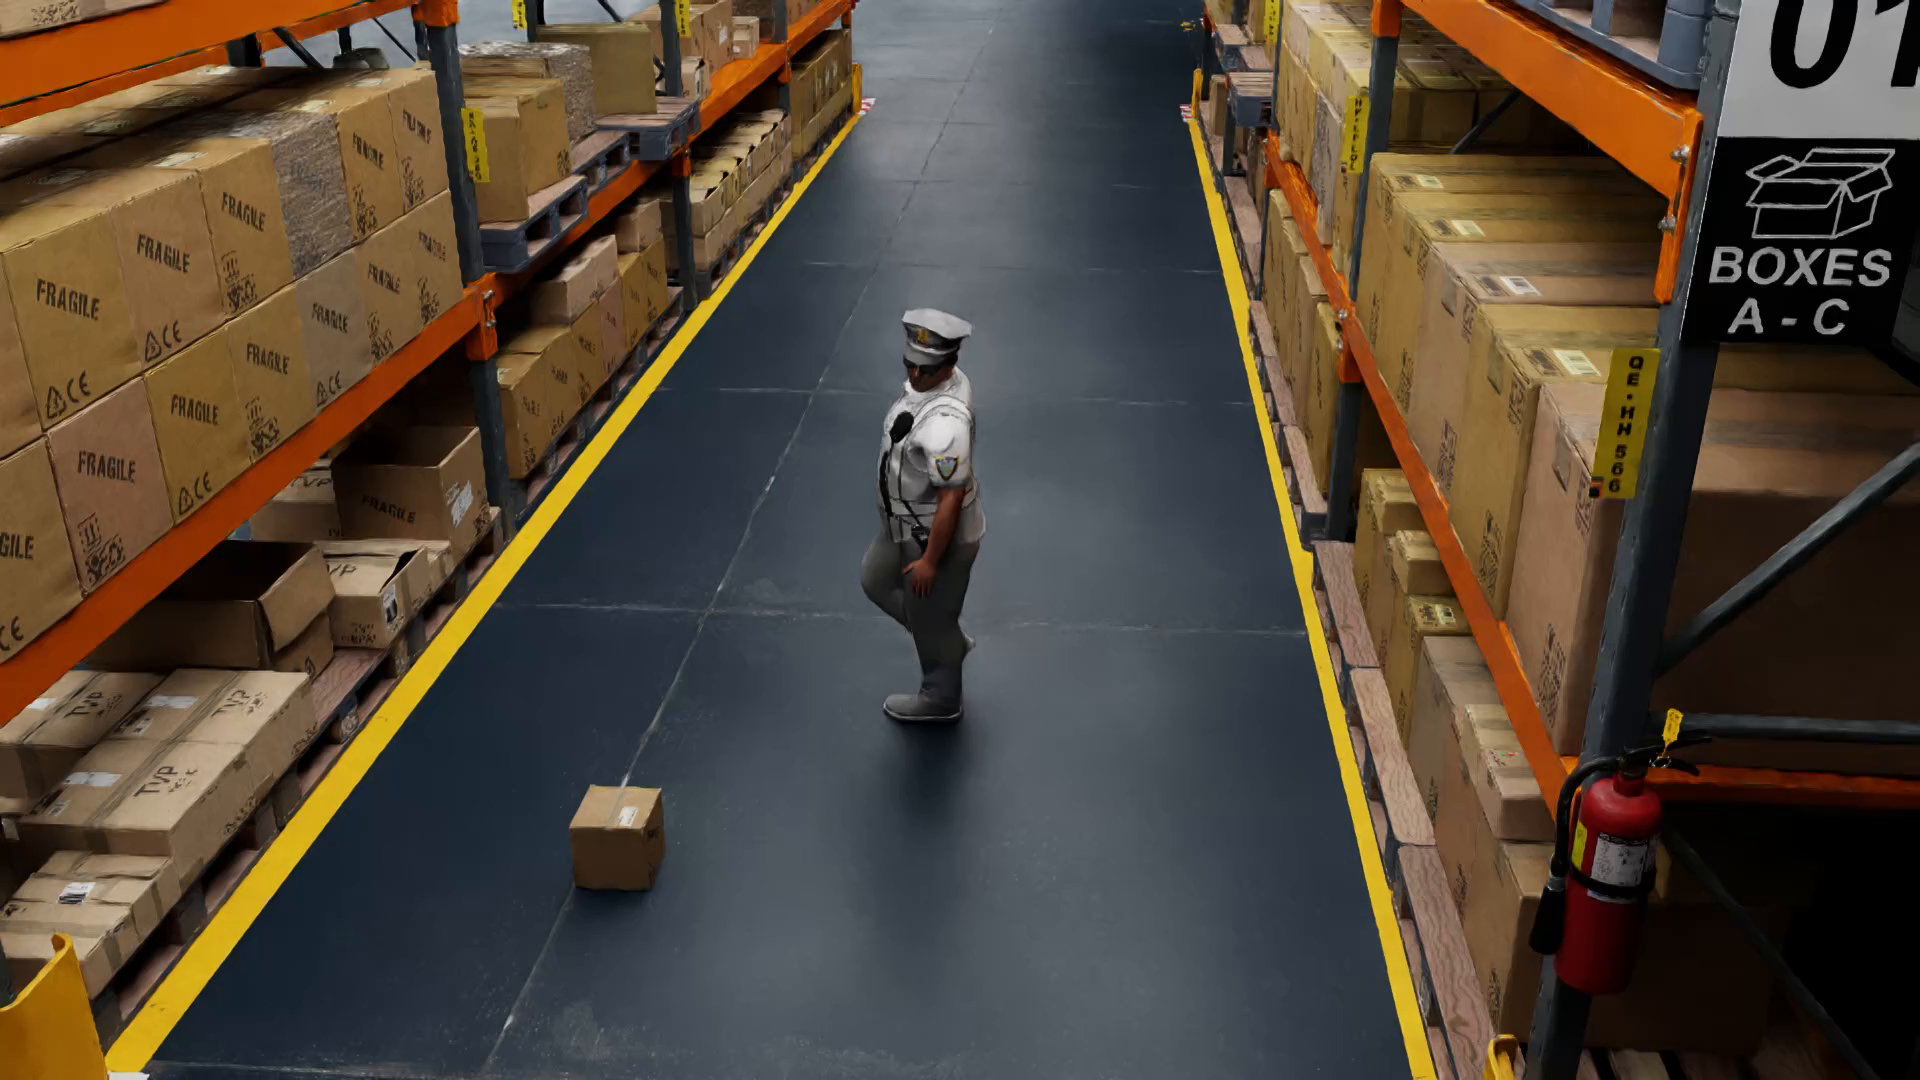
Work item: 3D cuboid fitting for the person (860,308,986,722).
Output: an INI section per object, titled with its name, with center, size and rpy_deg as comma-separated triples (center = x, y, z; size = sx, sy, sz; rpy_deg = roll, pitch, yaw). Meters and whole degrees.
[person]
center = -0.146, -0.055, 6.211
size = 0.471, 1.742, 0.747
rpy_deg = -1, 24, -3
